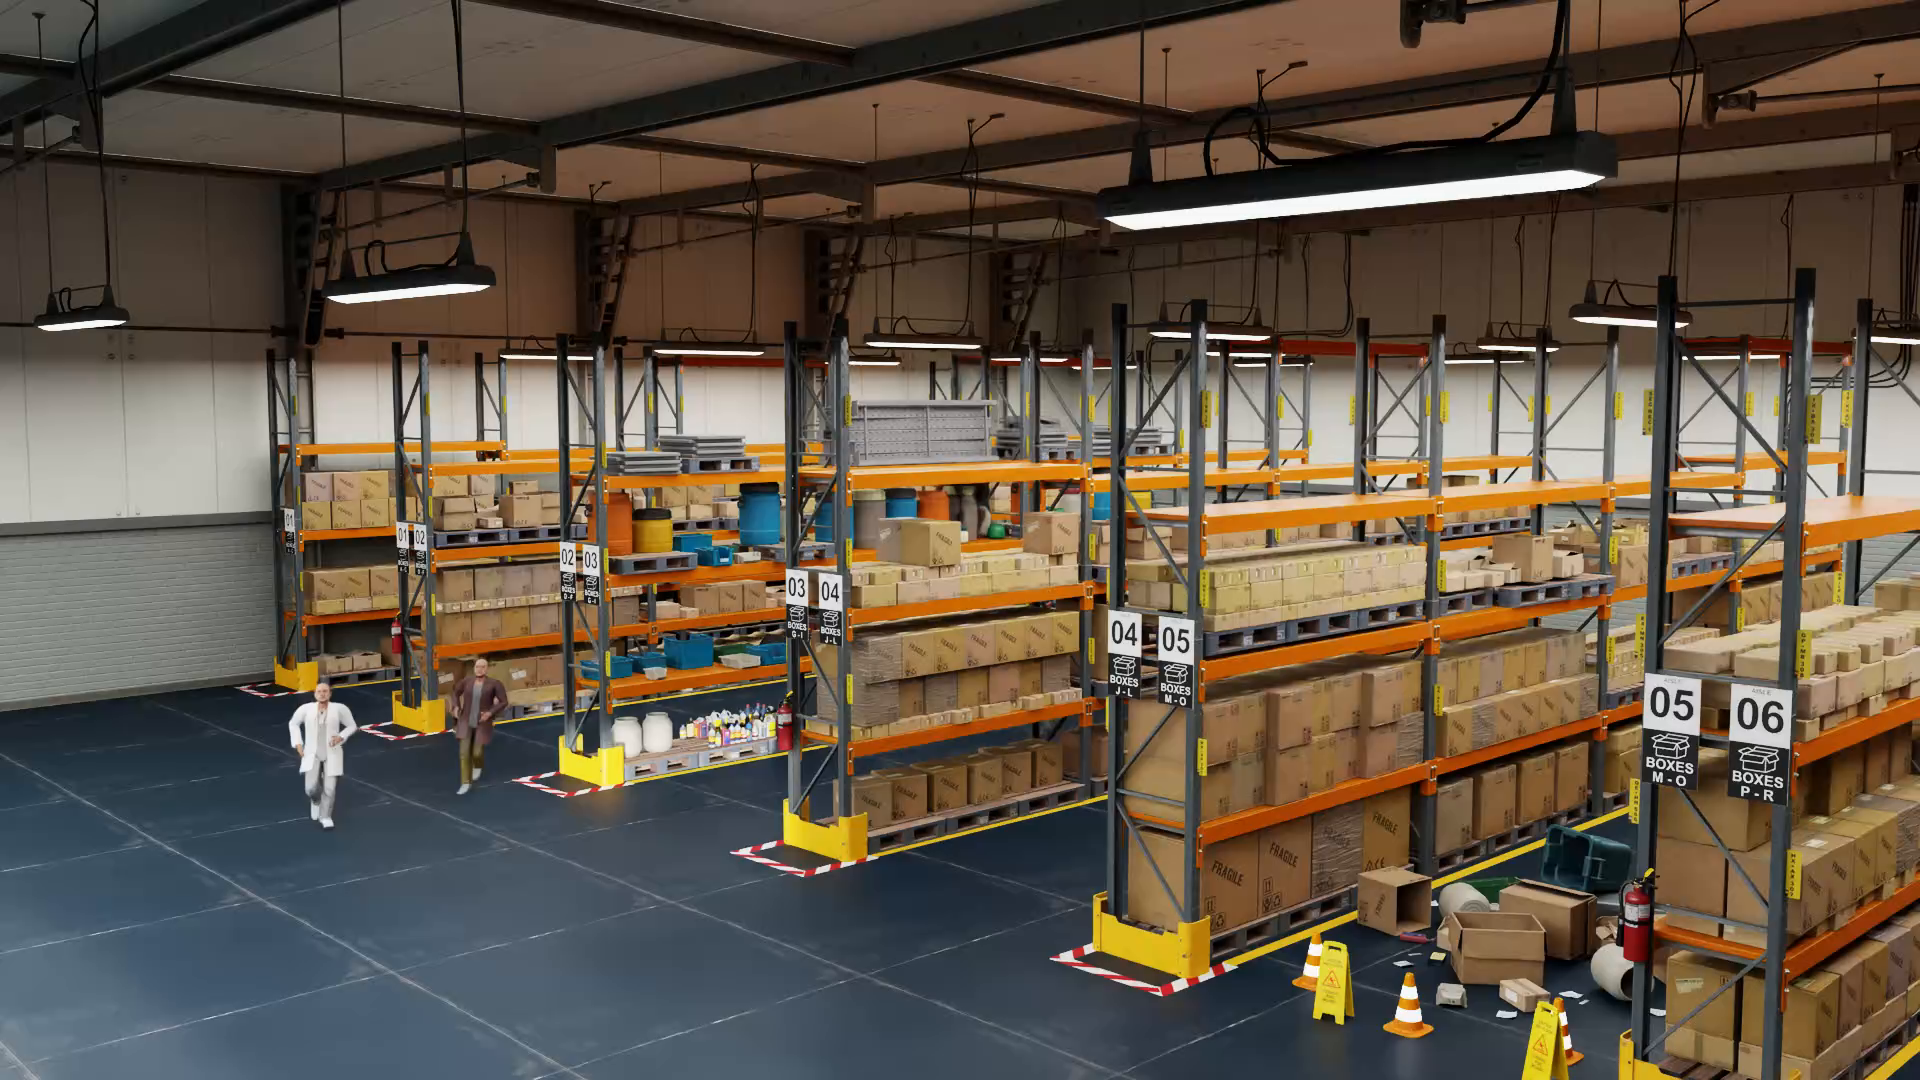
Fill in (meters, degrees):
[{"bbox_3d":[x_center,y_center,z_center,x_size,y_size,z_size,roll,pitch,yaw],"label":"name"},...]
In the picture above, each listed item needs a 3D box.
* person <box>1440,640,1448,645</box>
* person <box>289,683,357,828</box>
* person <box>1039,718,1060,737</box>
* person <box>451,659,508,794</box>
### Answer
[{"bbox_3d":[6.980,2.259,24.029,0.577,1.641,0.794,4,6,36],"label":"person"},{"bbox_3d":[-7.608,2.576,19.860,0.775,1.738,0.572,-1,5,-15],"label":"person"},{"bbox_3d":[1.271,2.161,25.150,0.601,1.644,0.648,3,6,34],"label":"person"},{"bbox_3d":[-6.337,2.422,21.932,0.754,1.739,0.778,0,5,-1],"label":"person"}]
